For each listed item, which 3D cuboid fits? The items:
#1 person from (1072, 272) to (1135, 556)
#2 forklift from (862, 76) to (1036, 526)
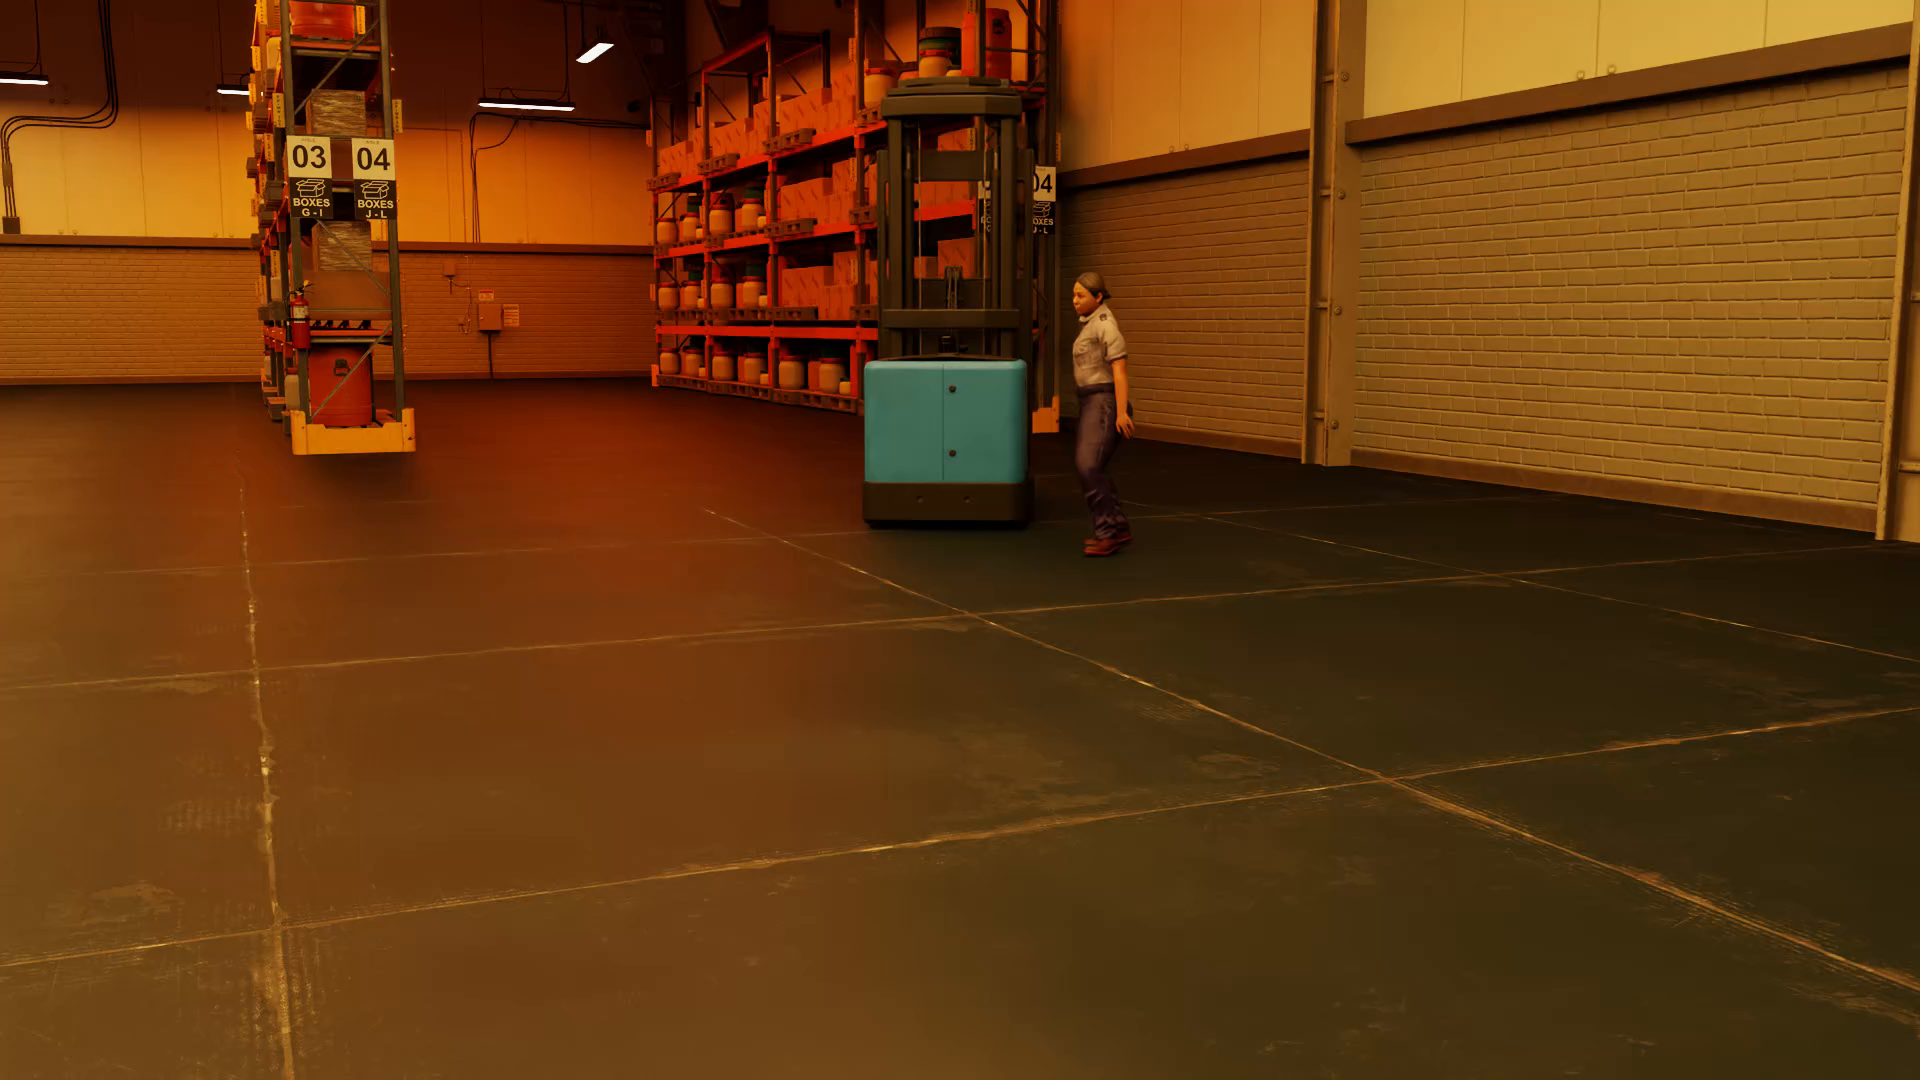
[{"bbox_3d":[0.845,-0.743,9.716,0.395,1.624,0.827,0,8,-4],"label":"person"},{"bbox_3d":[-0.017,-1.703,11.855,1.130,2.935,3.031,0,8,3],"label":"forklift"}]
